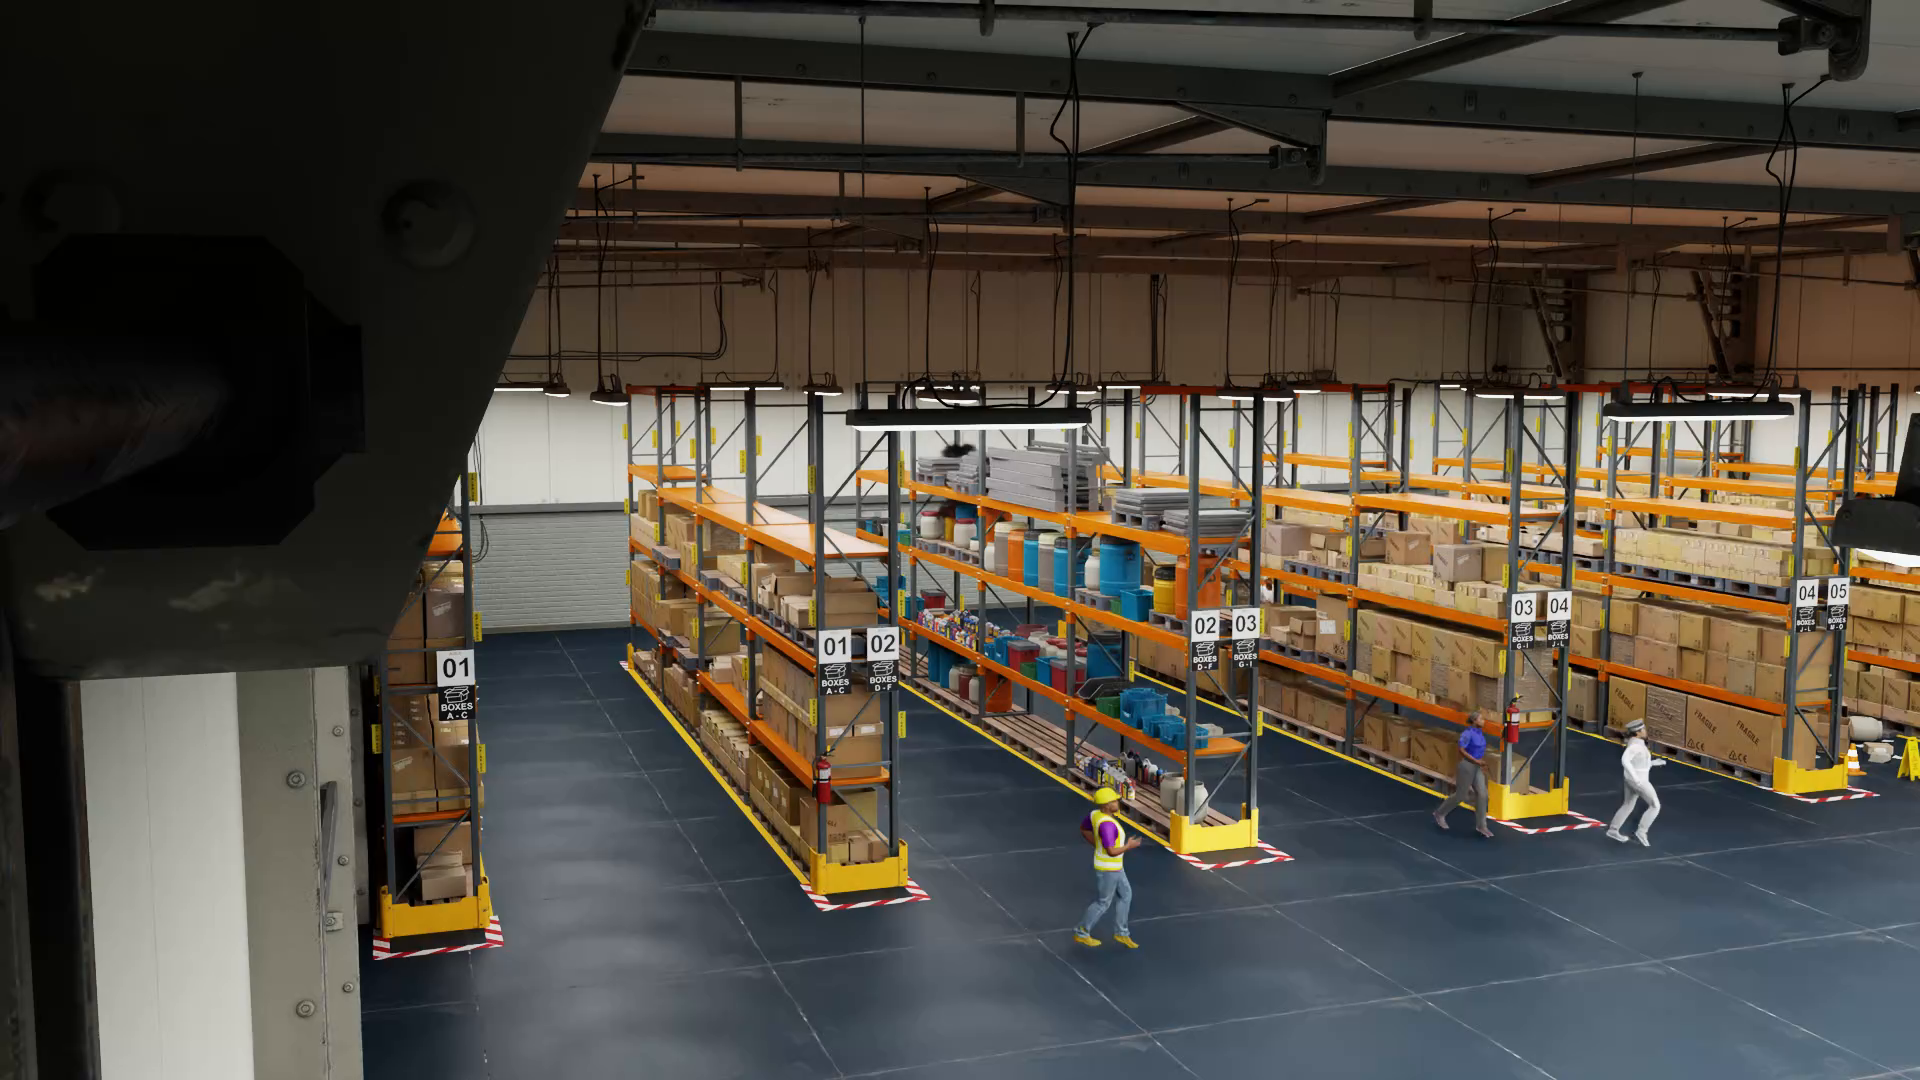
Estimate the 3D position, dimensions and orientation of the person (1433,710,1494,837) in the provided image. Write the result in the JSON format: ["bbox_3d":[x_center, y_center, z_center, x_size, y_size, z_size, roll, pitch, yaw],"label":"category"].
[{"bbox_3d":[7.008,3.157,22.768,0.853,1.652,0.655,6,8,45],"label":"person"}]

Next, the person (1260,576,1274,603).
[{"bbox_3d":[6.860,1.622,37.134,0.710,1.771,0.973,-2,6,-18],"label":"person"}]

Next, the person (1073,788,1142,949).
[{"bbox_3d":[1.601,3.585,18.050,0.738,1.823,0.677,0,6,3],"label":"person"}]

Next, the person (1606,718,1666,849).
[{"bbox_3d":[8.984,3.222,22.040,0.699,1.733,0.572,1,6,7],"label":"person"}]
